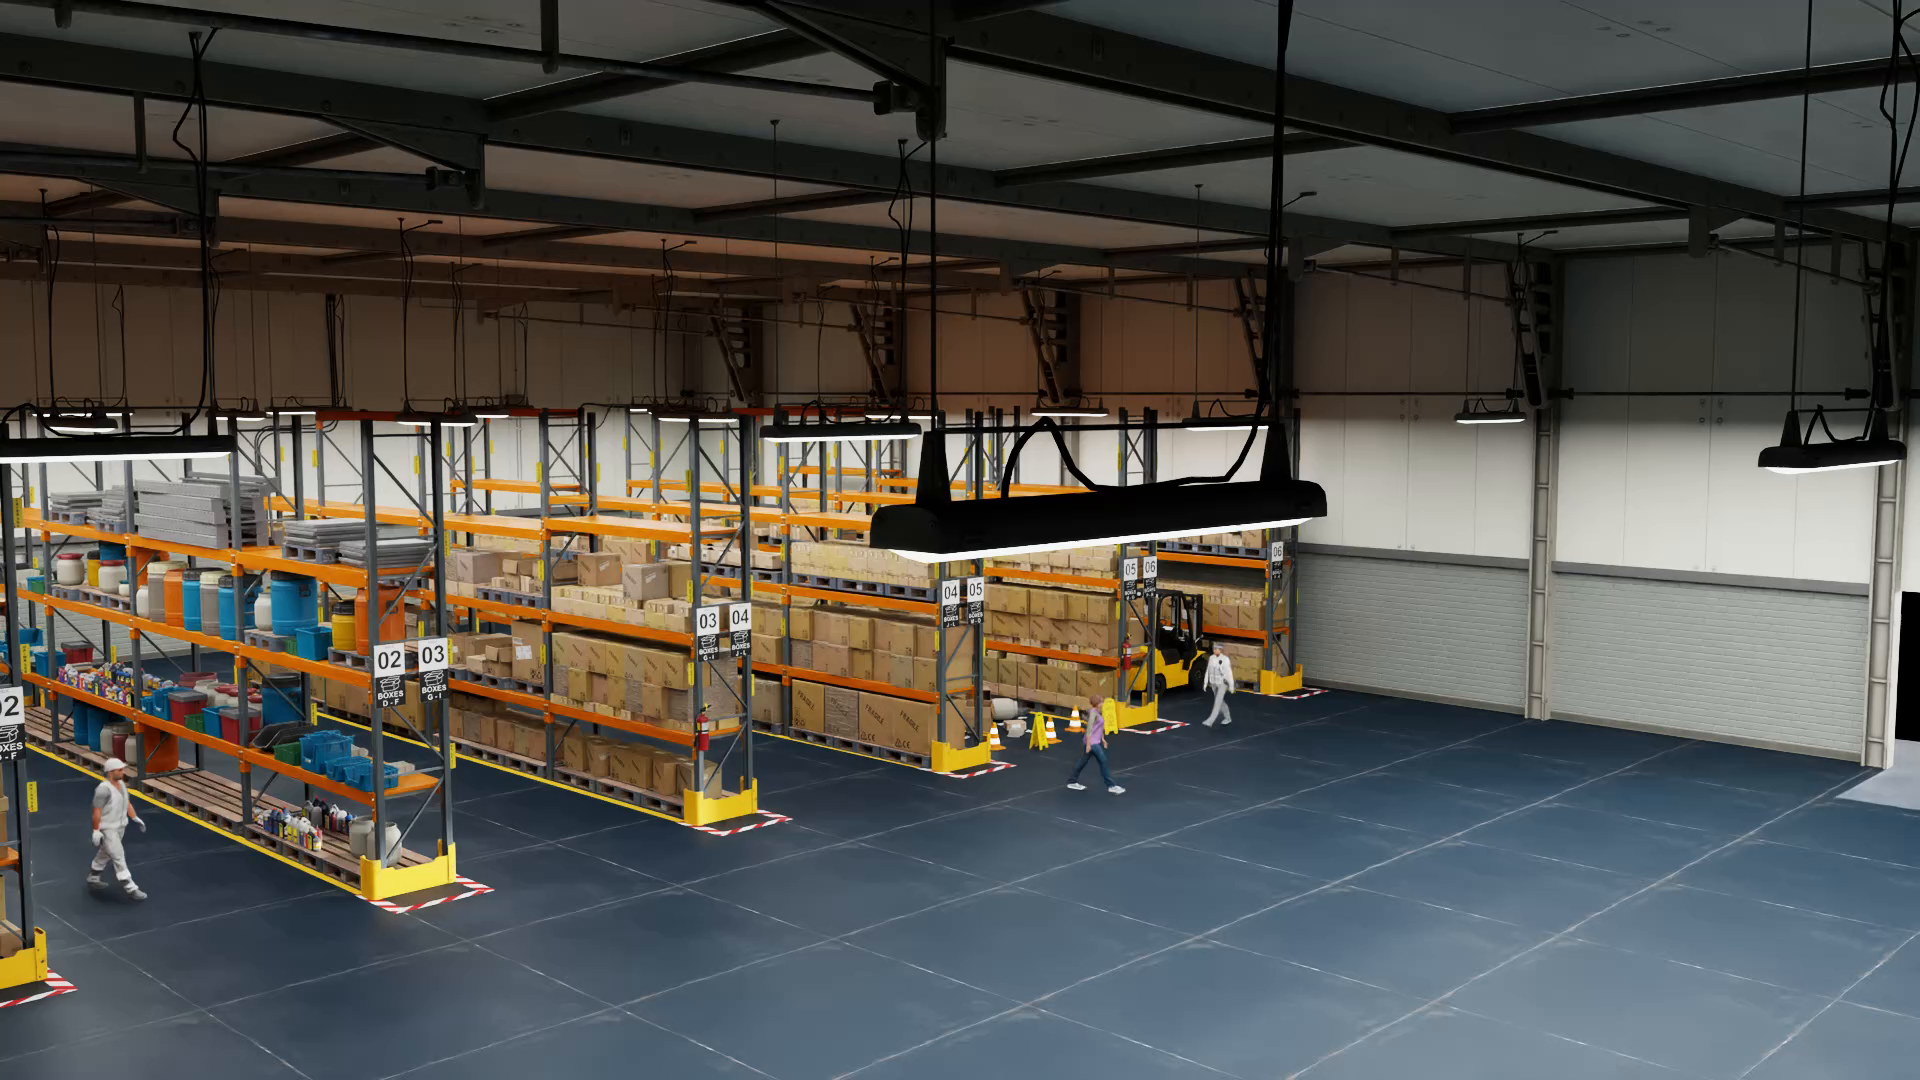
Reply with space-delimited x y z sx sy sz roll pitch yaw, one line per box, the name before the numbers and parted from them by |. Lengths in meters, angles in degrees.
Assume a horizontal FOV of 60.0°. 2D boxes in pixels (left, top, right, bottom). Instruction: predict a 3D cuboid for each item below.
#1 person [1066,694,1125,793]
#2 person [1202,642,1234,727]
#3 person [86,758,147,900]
person | 2.149 3.205 26.314 0.919 1.544 0.446 0 5 1
person | 4.825 2.721 31.438 1.023 1.618 0.511 -4 7 -39
person | -10.585 3.588 20.868 1.093 1.719 0.641 2 5 17
